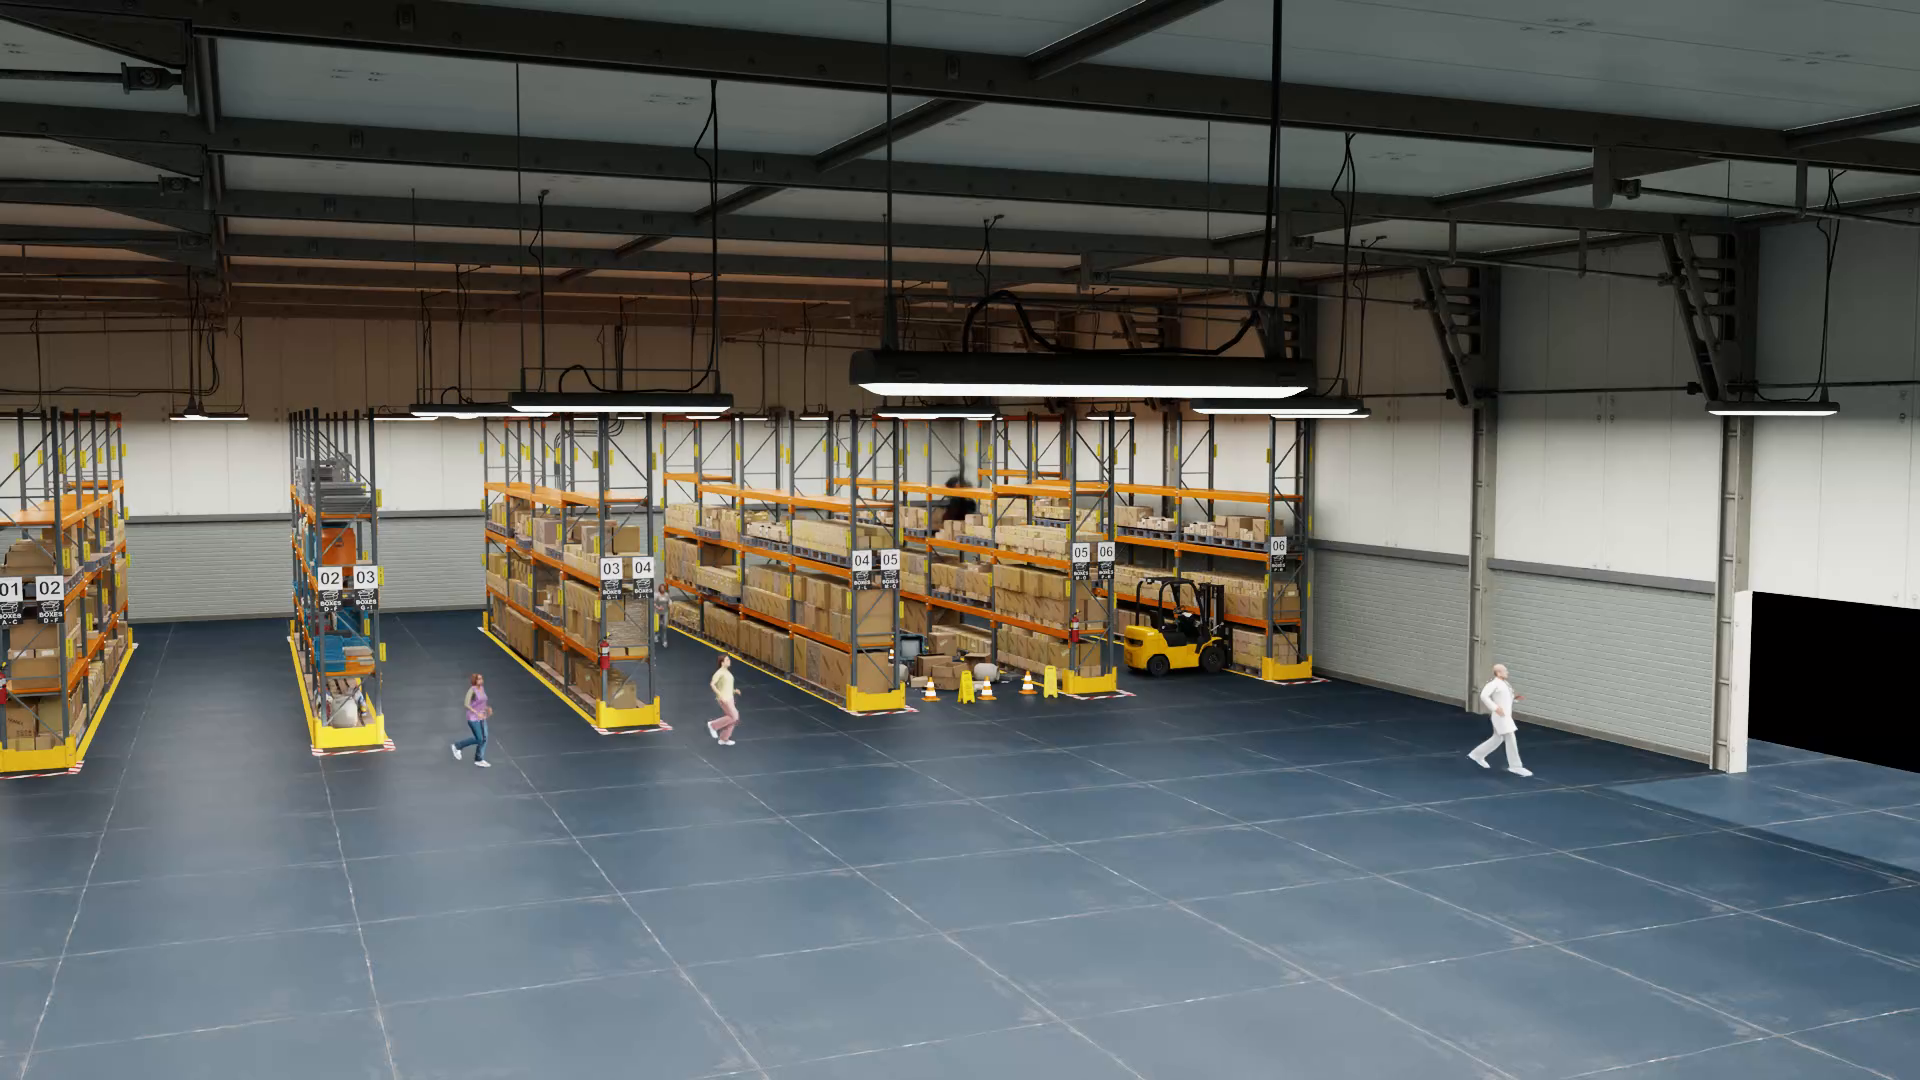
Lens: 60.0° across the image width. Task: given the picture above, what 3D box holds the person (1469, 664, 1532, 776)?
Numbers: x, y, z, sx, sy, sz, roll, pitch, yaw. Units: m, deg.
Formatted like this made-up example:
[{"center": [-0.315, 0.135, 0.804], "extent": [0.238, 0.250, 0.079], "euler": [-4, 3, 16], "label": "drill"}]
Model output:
[{"center": [8.806, 2.904, 27.056], "extent": [1.017, 1.775, 0.707], "euler": [2, 4, 24], "label": "person"}]

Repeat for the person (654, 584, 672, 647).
[{"center": [-7.687, 1.939, 42.868], "extent": [0.565, 1.588, 0.770], "euler": [-2, 4, -25], "label": "person"}]

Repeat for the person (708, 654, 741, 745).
[{"center": [-4.203, 2.840, 29.639], "extent": [0.552, 1.626, 0.588], "euler": [1, 4, 10], "label": "person"}]

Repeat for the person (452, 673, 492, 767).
[{"center": [-8.145, 3.004, 27.833], "extent": [0.624, 1.581, 0.538], "euler": [1, 4, 12], "label": "person"}]

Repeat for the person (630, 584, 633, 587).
[{"center": [-9.343, 1.476, 48.019], "extent": [0.648, 1.766, 0.815], "euler": [2, 5, 30], "label": "person"}]
